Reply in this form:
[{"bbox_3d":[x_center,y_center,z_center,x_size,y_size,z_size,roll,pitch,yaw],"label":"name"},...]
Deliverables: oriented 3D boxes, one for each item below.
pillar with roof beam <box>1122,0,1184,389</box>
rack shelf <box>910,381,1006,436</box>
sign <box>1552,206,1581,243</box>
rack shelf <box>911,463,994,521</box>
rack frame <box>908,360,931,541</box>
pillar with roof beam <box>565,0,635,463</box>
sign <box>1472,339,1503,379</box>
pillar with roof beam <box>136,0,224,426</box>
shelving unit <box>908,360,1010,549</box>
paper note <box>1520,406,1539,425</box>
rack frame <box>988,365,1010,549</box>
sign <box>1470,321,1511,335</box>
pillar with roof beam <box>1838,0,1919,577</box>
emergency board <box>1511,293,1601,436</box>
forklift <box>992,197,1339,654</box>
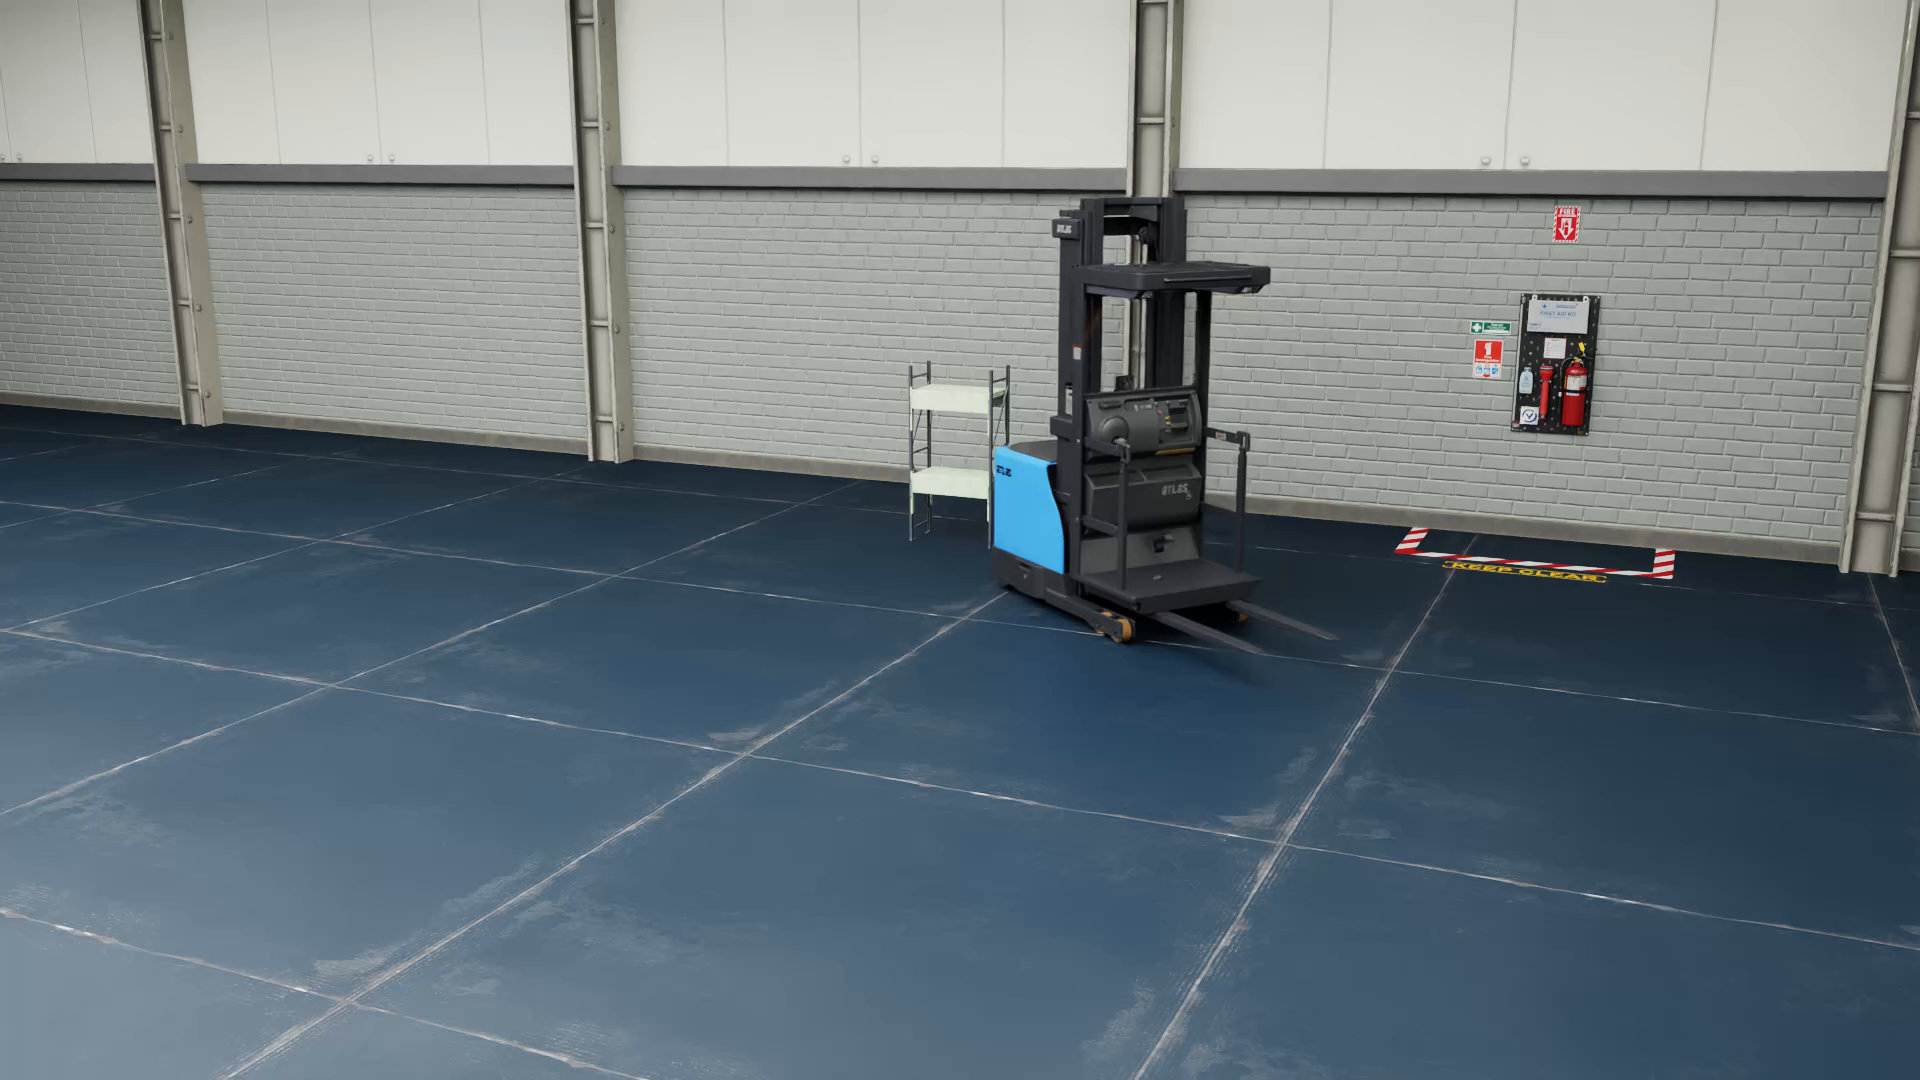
[{"bbox_3d":[-0.016,-3.795,10.730,0.400,9.000,9.100,6,14,23],"label":"pillar with roof beam"},{"bbox_3d":[-0.006,-1.111,13.997,0.720,0.370,0.431,6,14,23],"label":"rack shelf"},{"bbox_3d":[5.002,-2.605,13.717,0.199,0.298,0.001,6,14,23],"label":"sign"},{"bbox_3d":[-0.006,-0.413,14.161,0.720,0.370,0.431,6,14,23],"label":"rack shelf"},{"bbox_3d":[-0.341,-0.765,14.230,0.023,1.500,0.400,6,14,23],"label":"rack frame"},{"bbox_3d":[-5.502,-4.350,13.096,0.400,9.000,9.100,6,14,23],"label":"pillar with roof beam"},{"bbox_3d":[4.506,-1.545,14.196,0.234,0.329,0.001,6,14,23],"label":"sign"},{"bbox_3d":[-10.988,-4.906,15.462,0.400,9.000,9.100,6,14,23],"label":"pillar with roof beam"},{"bbox_3d":[-0.006,-0.731,14.086,0.755,1.500,0.431,6,14,23],"label":"shelving unit"},{"bbox_3d":[4.835,-1.057,14.122,0.142,0.148,0.016,6,14,23],"label":"paper note"},{"bbox_3d":[0.329,-0.697,13.942,0.023,1.500,0.400,6,14,23],"label":"rack frame"},{"bbox_3d":[4.506,-1.801,14.126,0.331,0.109,0.001,6,14,23],"label":"sign"},{"bbox_3d":[5.470,-3.240,8.364,0.400,9.000,9.100,6,14,23],"label":"pillar with roof beam"},{"bbox_3d":[4.969,-1.455,13.890,0.643,1.169,0.194,6,14,23],"label":"emergency board"},{"bbox_3d":[1.395,-0.847,11.448,1.130,2.935,3.031,-7,15,-28],"label":"forklift"}]
